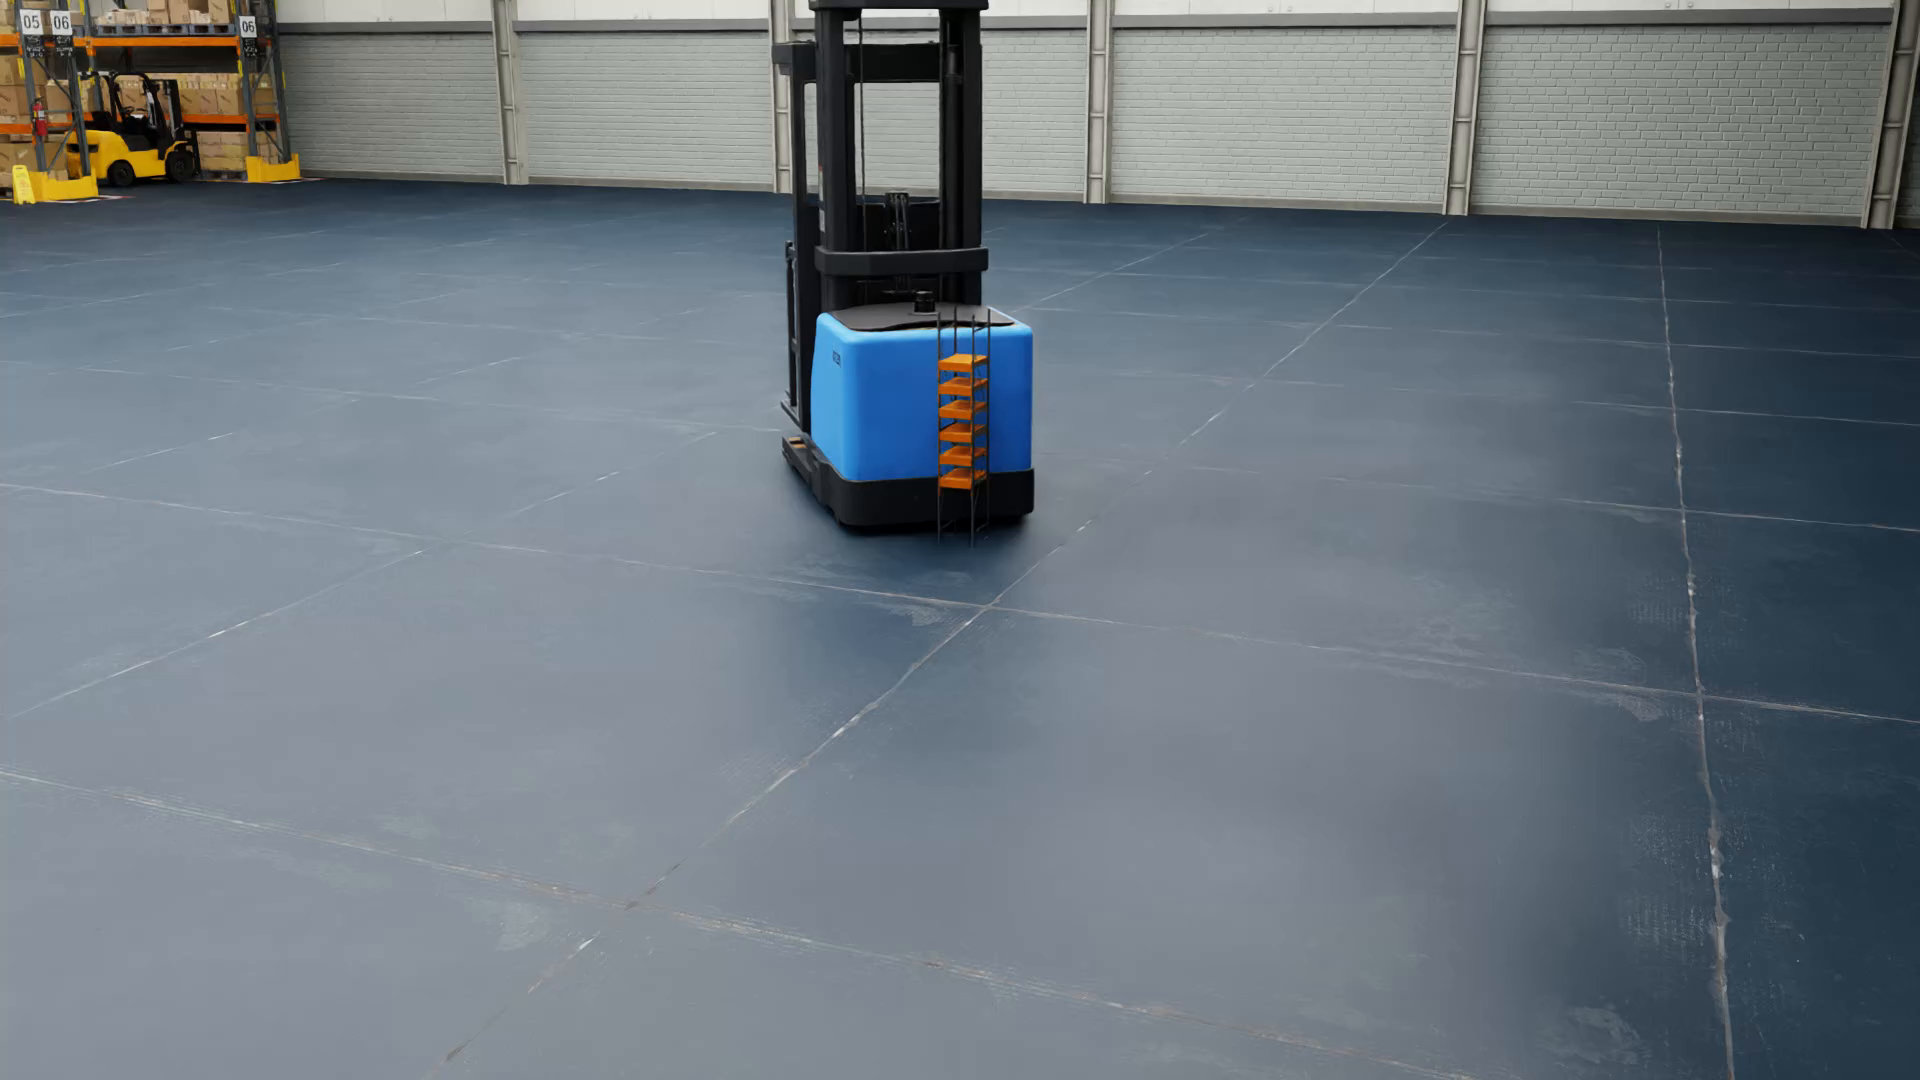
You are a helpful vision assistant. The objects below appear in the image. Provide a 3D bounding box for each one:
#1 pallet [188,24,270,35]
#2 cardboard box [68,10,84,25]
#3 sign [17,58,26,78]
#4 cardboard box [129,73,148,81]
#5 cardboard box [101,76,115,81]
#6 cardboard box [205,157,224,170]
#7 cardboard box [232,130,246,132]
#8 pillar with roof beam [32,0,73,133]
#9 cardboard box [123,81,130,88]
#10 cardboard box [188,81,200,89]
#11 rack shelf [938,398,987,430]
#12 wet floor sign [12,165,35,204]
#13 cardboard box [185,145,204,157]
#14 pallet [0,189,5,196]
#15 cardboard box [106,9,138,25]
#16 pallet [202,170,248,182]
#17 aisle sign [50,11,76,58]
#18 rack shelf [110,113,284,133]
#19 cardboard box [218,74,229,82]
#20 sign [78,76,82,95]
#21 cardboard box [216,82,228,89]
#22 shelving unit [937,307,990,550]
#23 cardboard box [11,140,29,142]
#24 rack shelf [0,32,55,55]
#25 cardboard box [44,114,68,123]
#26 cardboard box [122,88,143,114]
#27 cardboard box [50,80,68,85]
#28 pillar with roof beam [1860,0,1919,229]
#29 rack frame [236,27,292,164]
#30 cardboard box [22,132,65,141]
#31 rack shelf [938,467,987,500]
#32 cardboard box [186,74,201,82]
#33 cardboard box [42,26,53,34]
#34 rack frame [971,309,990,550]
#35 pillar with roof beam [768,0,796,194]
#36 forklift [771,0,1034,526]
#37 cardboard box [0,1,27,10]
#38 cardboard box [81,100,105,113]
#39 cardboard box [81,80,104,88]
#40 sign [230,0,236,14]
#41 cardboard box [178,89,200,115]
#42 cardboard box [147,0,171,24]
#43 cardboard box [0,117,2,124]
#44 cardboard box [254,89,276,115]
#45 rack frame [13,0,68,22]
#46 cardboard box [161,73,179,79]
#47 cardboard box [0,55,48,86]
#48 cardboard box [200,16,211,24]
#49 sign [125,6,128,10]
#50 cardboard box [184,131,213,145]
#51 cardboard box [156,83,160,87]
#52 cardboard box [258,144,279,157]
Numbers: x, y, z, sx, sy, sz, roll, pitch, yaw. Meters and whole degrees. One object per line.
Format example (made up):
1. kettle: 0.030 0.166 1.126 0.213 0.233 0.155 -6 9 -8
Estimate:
1. pallet: -14.708 -10.291 33.521 1.213 0.211 1.003 6 17 21
2. cardboard box: -18.544 -10.882 34.623 0.500 0.311 0.500 6 17 19
3. sign: -16.100 -8.092 28.525 0.005 0.325 0.100 6 17 21
4. cardboard box: -16.875 -9.536 34.265 0.250 0.149 0.380 7 17 22
5. cardboard box: -17.593 -9.616 34.541 0.250 0.149 0.380 7 17 22
6. cardboard box: -15.072 -7.715 34.047 0.500 0.250 0.500 6 17 21
7. cardboard box: -14.904 -8.324 34.351 0.500 0.250 0.500 6 17 21
8. pillar with roof beam: -21.538 -11.497 32.137 0.400 9.000 9.100 6 17 21
9. cardboard box: -17.087 -9.437 34.456 0.250 0.149 0.380 6 17 21
10. cardboard box: -15.445 -9.241 33.781 0.250 0.149 0.380 6 17 19
11. rack shelf: 0.020 -0.640 8.455 0.180 0.103 0.258 6 17 21
12. wet floor sign: -16.094 -6.099 28.524 0.232 0.644 0.267 14 21 40
13. cardboard box: -15.578 -8.006 34.152 0.500 0.250 0.500 6 17 19
14. pallet: -17.822 -6.413 30.384 1.213 0.211 1.003 6 17 21
15. cardboard box: -17.097 -10.722 34.075 0.500 0.311 0.500 7 17 22
16. pallet: -14.787 -7.542 34.276 1.213 0.211 1.003 6 17 21
17. aisle sign: -15.706 -8.849 29.112 0.004 0.787 0.394 6 17 21
18. rack shelf: -15.921 -8.673 34.460 4.000 0.370 1.077 6 17 21
19. cardboard box: -14.711 -9.316 33.506 0.250 0.149 0.380 6 17 21
20. sign: -15.679 -8.083 29.583 0.005 0.325 0.100 6 17 21
21. cardboard box: -14.734 -9.155 33.486 0.250 0.149 0.380 7 17 22
22. shelving unit: 0.020 -0.568 8.476 0.189 1.200 0.258 6 17 21
23. cardboard box: -17.037 -6.977 30.159 0.500 0.500 0.500 6 17 19
24. rack shelf: -17.738 -8.826 29.606 4.000 0.370 1.077 6 17 21
25. cardboard box: -16.118 -7.494 29.559 0.250 0.149 0.380 6 17 21
26. cardboard box: -16.973 -9.109 34.492 0.500 0.500 0.500 7 17 22
27. cardboard box: -18.929 -9.613 35.064 0.250 0.149 0.380 6 17 19
28. pillar with roof beam: 11.951 -7.815 19.452 0.400 9.000 9.100 6 17 21
29. rack frame: -14.060 -8.814 33.655 0.127 3.000 1.000 6 17 21
30. cardboard box: -19.690 -8.493 36.054 0.625 0.625 0.875 6 17 18
31. rack shelf: 0.020 -0.295 8.555 0.180 0.103 0.258 6 17 21
32. cardboard box: -15.452 -9.378 33.721 0.250 0.149 0.380 7 18 22
33. cardboard box: -16.067 -8.964 29.243 0.250 0.149 0.380 6 17 21
34. rack frame: 0.105 -0.558 8.443 0.006 1.200 0.240 6 17 21
35. pillar with roof beam: -4.794 -9.656 25.795 0.400 9.000 9.100 6 17 21
36. forklift: -0.476 -1.850 9.788 1.130 2.935 3.031 -4 17 -14
37. cardboard box: -16.301 -9.187 28.580 0.250 0.149 0.380 6 17 21
38. cardboard box: -18.346 -9.135 35.029 0.500 0.250 0.500 7 17 22
39. cardboard box: -18.180 -9.560 34.882 0.250 0.149 0.380 7 18 23
40. sign: -14.272 -10.503 32.644 0.005 0.325 0.100 6 17 21
41. cardboard box: -15.570 -8.952 33.951 0.500 0.500 0.500 6 17 20
42. cardboard box: -16.008 -10.737 33.778 0.637 0.503 0.797 7 18 22
43. cardboard box: -16.811 -7.418 29.294 0.250 0.149 0.380 6 17 20
44. cardboard box: -14.419 -8.985 34.063 0.500 0.500 0.500 7 18 22
45. rack frame: -15.878 -10.408 28.383 0.127 3.000 1.000 6 17 21
46. cardboard box: -16.128 -9.484 34.086 0.250 0.149 0.380 6 17 21
47. cardboard box: -16.433 -8.193 29.009 0.500 0.500 0.700 6 17 19
48. cardboard box: -14.942 -10.390 33.220 0.250 0.149 0.380 6 17 19
49. sign: -17.579 -11.094 35.059 0.005 0.325 0.100 6 17 21
50. cardboard box: -15.553 -8.242 34.067 0.500 0.250 0.500 7 17 21
51. cardboard box: -16.401 -9.344 34.136 0.250 0.149 0.380 6 17 19
52. cardboard box: -14.421 -8.037 34.261 0.500 0.250 0.500 7 17 22
